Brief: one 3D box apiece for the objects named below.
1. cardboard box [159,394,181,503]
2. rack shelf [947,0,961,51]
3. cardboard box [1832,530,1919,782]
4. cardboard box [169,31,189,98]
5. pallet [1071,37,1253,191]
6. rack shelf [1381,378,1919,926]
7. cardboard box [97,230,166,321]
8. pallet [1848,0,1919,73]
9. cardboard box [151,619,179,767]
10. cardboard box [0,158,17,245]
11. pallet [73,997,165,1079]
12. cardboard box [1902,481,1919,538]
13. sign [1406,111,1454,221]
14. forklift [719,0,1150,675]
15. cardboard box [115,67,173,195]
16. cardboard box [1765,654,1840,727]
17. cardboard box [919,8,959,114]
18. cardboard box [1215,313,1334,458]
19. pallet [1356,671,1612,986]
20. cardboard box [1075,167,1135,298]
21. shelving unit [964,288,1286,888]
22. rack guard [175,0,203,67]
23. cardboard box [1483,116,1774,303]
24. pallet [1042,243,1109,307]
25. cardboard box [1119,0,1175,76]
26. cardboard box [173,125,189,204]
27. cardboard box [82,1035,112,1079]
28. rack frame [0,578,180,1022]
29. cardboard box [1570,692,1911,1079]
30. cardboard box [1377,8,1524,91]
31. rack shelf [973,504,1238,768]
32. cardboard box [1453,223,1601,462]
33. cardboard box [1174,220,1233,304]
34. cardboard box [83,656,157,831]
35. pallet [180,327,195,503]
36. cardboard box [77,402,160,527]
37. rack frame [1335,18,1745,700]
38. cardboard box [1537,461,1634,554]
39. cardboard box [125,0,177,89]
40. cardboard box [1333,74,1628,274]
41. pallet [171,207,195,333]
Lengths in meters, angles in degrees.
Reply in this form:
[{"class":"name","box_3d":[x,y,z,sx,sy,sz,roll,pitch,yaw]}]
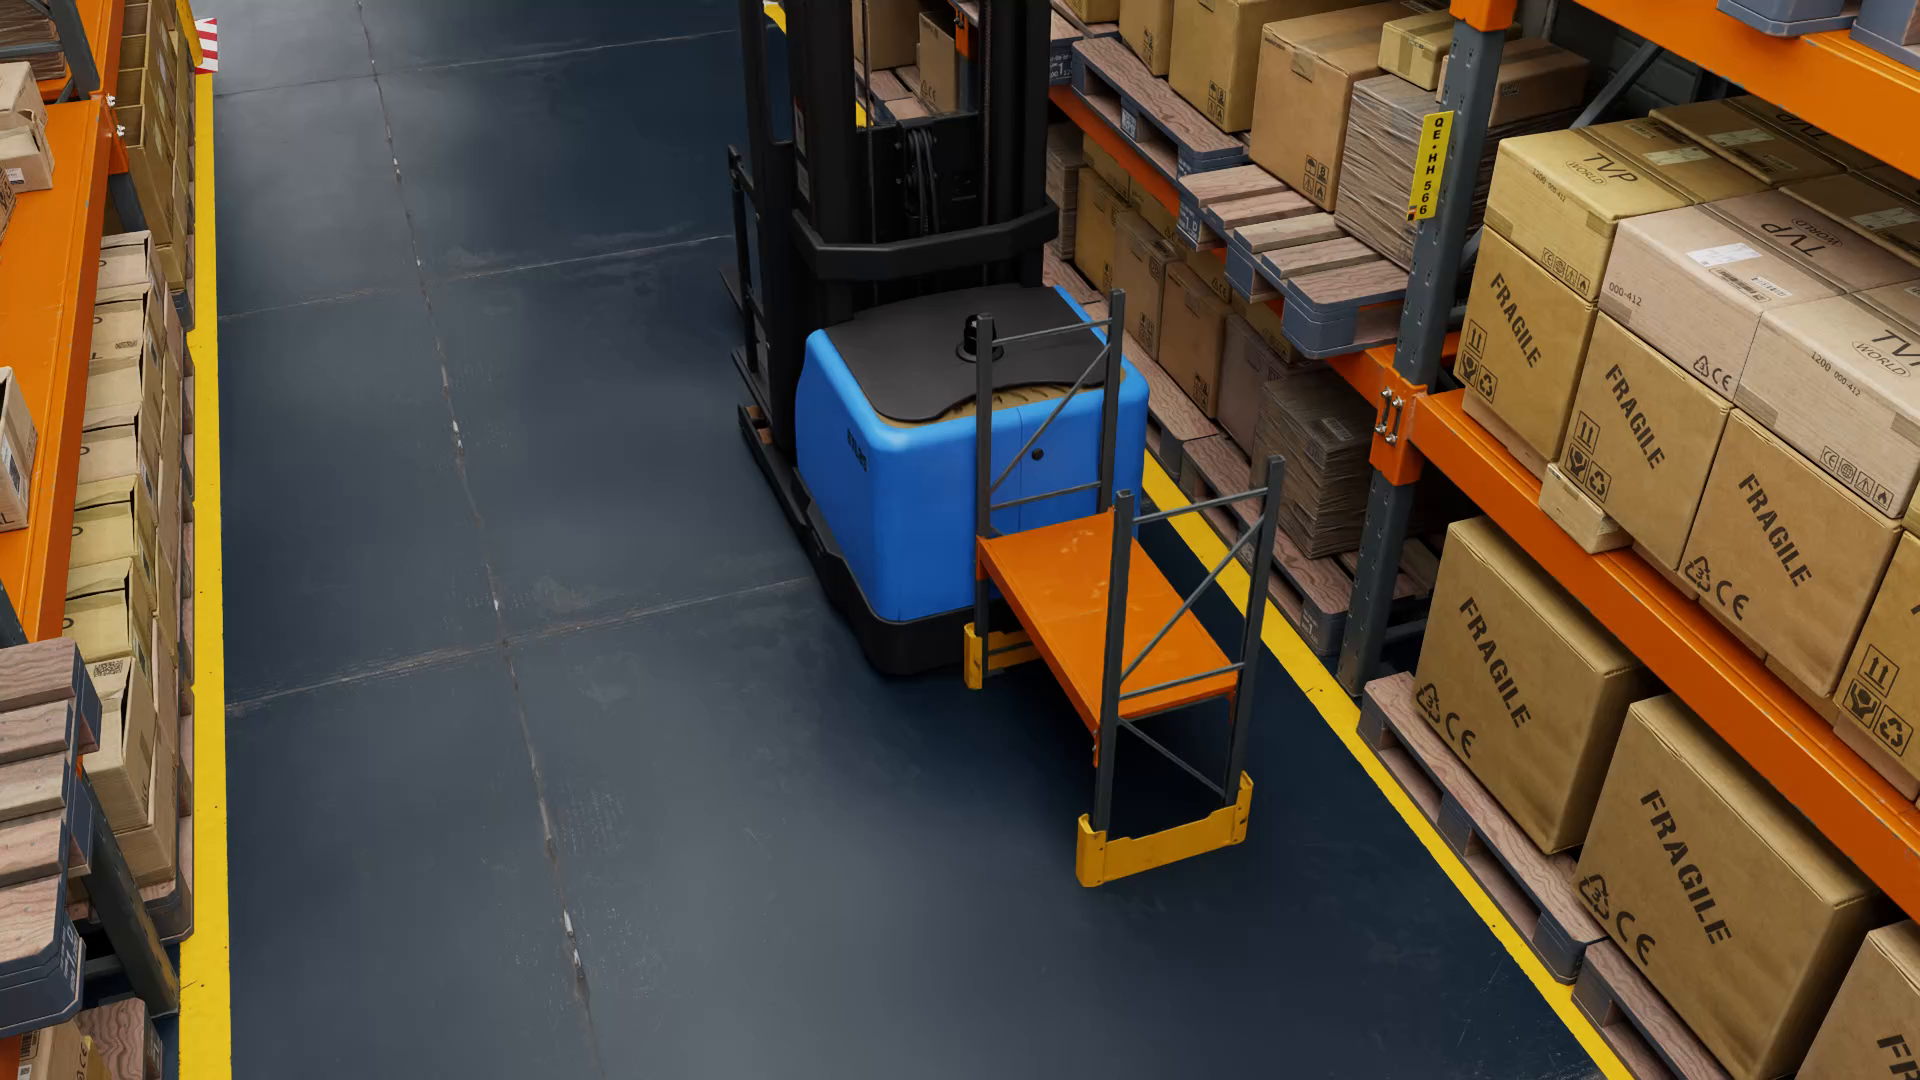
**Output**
[{"class":"cardboard box","box_3d":[-3.402,-0.313,6.608,0.500,0.250,0.500,-12,39,-15]},{"class":"rack shelf","box_3d":[-0.204,-3.863,9.983,1.077,0.370,4.000,-12,39,-16]},{"class":"cardboard box","box_3d":[2.316,0.271,3.550,0.500,0.500,0.500,-11,38,-15]},{"class":"cardboard box","box_3d":[-4.896,-2.800,9.910,0.500,0.250,0.500,-12,39,-16]},{"class":"pallet","box_3d":[1.141,-1.794,6.798,1.003,0.211,1.213,-12,39,-16]},{"class":"rack shelf","box_3d":[2.549,0.657,3.983,1.077,0.370,4.000,-12,39,-16]},{"class":"cardboard box","box_3d":[-3.757,-1.116,7.209,0.500,0.311,0.500,-12,39,-16]},{"class":"pallet","box_3d":[2.520,-0.899,3.115,1.003,0.211,1.213,-11,38,-14]},{"class":"cardboard box","box_3d":[-2.867,0.557,5.453,0.500,0.250,0.500,-13,39,-17]},{"class":"cardboard box","box_3d":[-3.735,-1.297,5.896,0.500,0.500,0.500,-10,38,-13]},{"class":"pallet","box_3d":[-2.567,1.811,4.171,1.003,0.211,1.213,-12,39,-16]},{"class":"cardboard box","box_3d":[2.318,-0.045,3.346,0.500,0.250,0.500,-13,39,-17]},{"class":"sign","box_3d":[1.355,-1.074,4.786,0.100,0.325,0.005,-12,39,-16]},{"class":"forklift","box_3d":[-0.329,-1.571,6.400,1.130,2.935,3.031,-13,39,-17]},{"class":"cardboard box","box_3d":[-4.210,-1.969,8.184,0.500,0.500,0.500,-12,39,-16]},{"class":"cardboard box","box_3d":[2.226,0.287,4.068,0.380,0.149,0.250,-12,39,-15]},{"class":"cardboard box","box_3d":[0.090,-2.775,9.653,0.500,0.500,0.500,-15,40,-19]},{"class":"cardboard box","box_3d":[1.496,-0.649,6.830,0.700,0.500,0.500,-13,39,-16]},{"class":"pallet","box_3d":[2.062,0.814,5.493,1.003,0.211,1.213,-12,39,-16]},{"class":"cardboard box","box_3d":[0.978,-1.504,7.965,0.700,0.500,0.500,-13,39,-17]},{"class":"shelving unit","box_3d":[0.475,0.144,5.312,0.587,1.500,1.083,-13,39,-17]},{"class":"rack guard","box_3d":[-5.550,-3.267,10.672,1.175,0.500,0.348,-12,39,-16]},{"class":"cardboard box","box_3d":[1.785,-0.901,4.482,0.500,0.250,0.500,-12,38,-15]},{"class":"pallet","box_3d":[0.754,-1.467,8.522,1.003,0.211,1.213,-12,39,-16]},{"class":"cardboard box","box_3d":[1.069,-2.259,6.807,0.700,0.500,0.500,-7,38,-10]},{"class":"cardboard box","box_3d":[-4.375,-1.954,8.787,0.500,0.250,0.500,-12,39,-16]},{"class":"cardboard box","box_3d":[-2.247,1.570,3.885,0.500,0.500,0.500,-11,38,-14]},{"class":"rack frame","box_3d":[-2.789,0.267,3.902,1.000,3.000,0.127,-12,39,-16]},{"class":"cardboard box","box_3d":[2.286,0.869,4.541,0.750,0.750,0.750,-13,39,-16]},{"class":"cardboard box","box_3d":[1.590,-1.603,5.397,0.380,0.149,0.250,-19,41,-23]},{"class":"rack shelf","box_3d":[0.472,0.283,5.427,0.538,0.185,1.000,-13,39,-17]},{"class":"cardboard box","box_3d":[1.788,-0.600,4.706,0.500,0.500,0.500,-11,38,-15]},{"class":"cardboard box","box_3d":[1.245,-1.258,7.015,0.500,0.250,0.500,-13,39,-16]},{"class":"cardboard box","box_3d":[-2.693,0.617,4.908,0.500,0.311,0.500,-11,38,-14]},{"class":"pallet","box_3d":[-3.875,-0.470,7.199,1.003,0.211,1.213,-12,39,-16]},{"class":"cardboard box","box_3d":[-3.233,-0.257,6.068,0.500,0.311,0.500,-13,39,-17]},{"class":"rack frame","box_3d":[1.861,-0.760,5.266,1.000,3.000,0.127,-12,39,-16]},{"class":"cardboard box","box_3d":[1.847,-0.122,4.612,0.380,0.149,0.250,-11,38,-15]},{"class":"cardboard box","box_3d":[-4.720,-2.818,9.311,0.500,0.500,0.500,-12,39,-16]},{"class":"cardboard box","box_3d":[1.690,-1.240,5.454,0.700,0.500,0.500,-17,40,-21]},{"class":"pallet","box_3d":[-4.400,-1.337,8.349,1.003,0.211,1.213,-12,39,-16]}]
